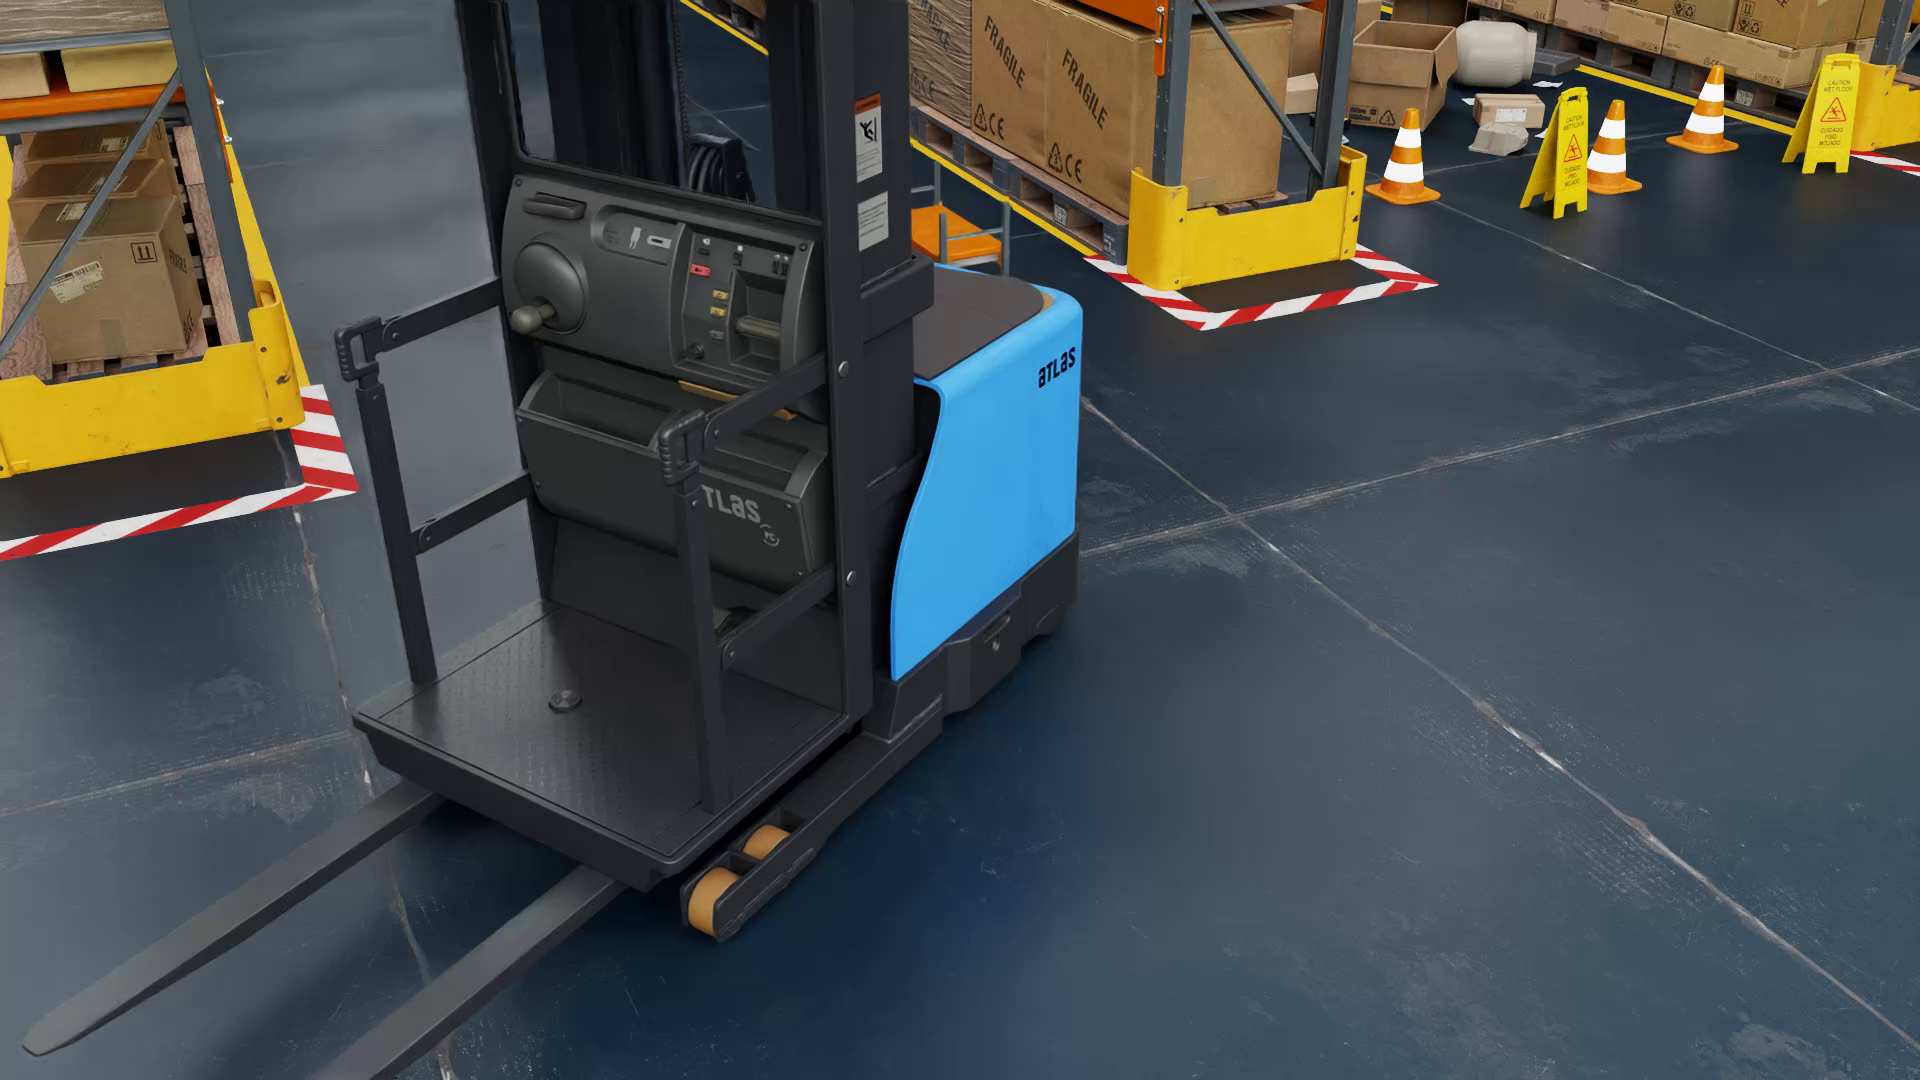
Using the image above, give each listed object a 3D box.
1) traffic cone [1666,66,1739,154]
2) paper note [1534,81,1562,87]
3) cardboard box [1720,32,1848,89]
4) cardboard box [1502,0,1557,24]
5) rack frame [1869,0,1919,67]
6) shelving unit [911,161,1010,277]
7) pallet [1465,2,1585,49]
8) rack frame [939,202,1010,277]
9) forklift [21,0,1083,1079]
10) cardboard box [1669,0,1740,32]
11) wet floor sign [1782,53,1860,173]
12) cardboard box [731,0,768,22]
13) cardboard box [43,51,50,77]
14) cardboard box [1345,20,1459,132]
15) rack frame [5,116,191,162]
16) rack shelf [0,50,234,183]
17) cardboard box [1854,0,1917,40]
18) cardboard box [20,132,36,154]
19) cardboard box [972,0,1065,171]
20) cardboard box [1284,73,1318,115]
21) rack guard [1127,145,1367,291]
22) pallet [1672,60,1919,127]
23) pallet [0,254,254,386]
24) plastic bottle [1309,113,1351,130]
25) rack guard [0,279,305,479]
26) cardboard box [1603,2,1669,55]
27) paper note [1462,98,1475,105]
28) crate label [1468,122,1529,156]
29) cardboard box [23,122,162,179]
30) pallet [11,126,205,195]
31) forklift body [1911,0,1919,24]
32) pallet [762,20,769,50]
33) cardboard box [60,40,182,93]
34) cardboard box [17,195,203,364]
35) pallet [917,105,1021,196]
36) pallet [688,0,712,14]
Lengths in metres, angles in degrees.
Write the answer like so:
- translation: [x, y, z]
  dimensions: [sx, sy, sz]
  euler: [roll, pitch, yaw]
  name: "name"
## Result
- translation: [4.455, -2.577, 9.872]
  dimensions: [0.336, 0.463, 0.334]
  euler: [-13, 32, -22]
  name: "traffic cone"
- translation: [3.960, -3.075, 11.202]
  dimensions: [0.148, 0.019, 0.142]
  euler: [26, 38, 38]
  name: "paper note"
- translation: [5.205, -3.059, 10.521]
  dimensions: [0.500, 0.250, 0.500]
  euler: [-13, 32, -22]
  name: "cardboard box"
- translation: [4.336, -3.964, 12.134]
  dimensions: [0.500, 0.250, 0.500]
  euler: [-11, 31, -19]
  name: "cardboard box"
- translation: [5.805, -3.764, 9.396]
  dimensions: [1.000, 3.000, 0.127]
  euler: [-13, 32, -22]
  name: "rack frame"
- translation: [-0.066, -0.605, 5.602]
  dimensions: [0.258, 1.200, 0.503]
  euler: [-14, 32, -23]
  name: "shelving unit"
- translation: [4.408, -4.026, 12.713]
  dimensions: [1.003, 0.211, 1.213]
  euler: [-13, 32, -22]
  name: "pallet"
- translation: [0.045, -0.498, 5.412]
  dimensions: [0.240, 1.200, 0.015]
  euler: [-14, 32, -23]
  name: "rack frame"
- translation: [-0.845, -0.577, 3.783]
  dimensions: [1.130, 2.935, 3.031]
  euler: [17, 34, 28]
  name: "forklift"
- translation: [4.998, -3.604, 10.725]
  dimensions: [0.500, 0.500, 0.500]
  euler: [-12, 31, -20]
  name: "cardboard box"
- translation: [4.920, -2.429, 9.421]
  dimensions: [0.267, 0.644, 0.232]
  euler: [-3, 29, -5]
  name: "wet floor sign"
- translation: [-1.098, -4.331, 12.278]
  dimensions: [1.050, 0.750, 0.750]
  euler: [-13, 32, -22]
  name: "cardboard box"
- translation: [-3.561, -1.767, 6.091]
  dimensions: [0.380, 0.149, 0.250]
  euler: [-13, 32, -22]
  name: "cardboard box"
- translation: [2.764, -2.920, 10.442]
  dimensions: [0.637, 0.503, 0.797]
  euler: [13, 32, 21]
  name: "cardboard box"
- translation: [-4.863, -3.450, 8.836]
  dimensions: [1.000, 3.000, 0.127]
  euler: [-13, 32, -22]
  name: "rack frame"
- translation: [-4.004, -2.253, 7.436]
  dimensions: [1.077, 0.370, 4.000]
  euler: [-13, 32, -22]
  name: "rack shelf"
- translation: [5.698, -3.500, 10.540]
  dimensions: [0.500, 0.500, 0.500]
  euler: [-14, 32, -24]
  name: "cardboard box"
- translation: [-4.474, -2.107, 8.566]
  dimensions: [0.500, 0.500, 0.500]
  euler: [-3, 29, -6]
  name: "cardboard box"
- translation: [0.647, -2.610, 9.081]
  dimensions: [0.875, 0.875, 0.875]
  euler: [-14, 32, -23]
  name: "cardboard box"
- translation: [2.062, -2.882, 10.618]
  dimensions: [0.396, 0.266, 0.258]
  euler: [-8, 30, -13]
  name: "cardboard box"
- translation: [1.388, -1.579, 8.055]
  dimensions: [1.175, 0.500, 0.348]
  euler: [-13, 32, -22]
  name: "rack guard"
- translation: [5.455, -2.948, 10.791]
  dimensions: [1.003, 0.211, 1.213]
  euler: [-13, 32, -22]
  name: "pallet"
- translation: [-3.495, -0.867, 7.080]
  dimensions: [1.003, 0.211, 1.213]
  euler: [-13, 32, -22]
  name: "pallet"
- translation: [2.271, -2.599, 10.323]
  dimensions: [0.283, 0.061, 0.133]
  euler: [26, 38, 38]
  name: "plastic bottle"
- translation: [-3.178, -0.627, 6.356]
  dimensions: [1.175, 0.500, 0.348]
  euler: [-13, 32, -22]
  name: "rack guard"
- translation: [4.770, -3.509, 11.323]
  dimensions: [0.500, 0.250, 0.500]
  euler: [-14, 32, -24]
  name: "cardboard box"
- translation: [3.372, -2.870, 10.849]
  dimensions: [0.148, 0.019, 0.142]
  euler: [-3, 29, -5]
  name: "paper note"
- translation: [3.205, -2.386, 9.864]
  dimensions: [0.298, 0.136, 0.250]
  euler: [19, 34, 30]
  name: "crate label"
- translation: [-3.938, -1.593, 7.650]
  dimensions: [0.500, 0.500, 0.500]
  euler: [-10, 31, -17]
  name: "cardboard box"
- translation: [-4.542, -1.945, 9.002]
  dimensions: [1.003, 0.211, 1.213]
  euler: [-13, 32, -22]
  name: "pallet"
- translation: [7.825, -4.892, 12.276]
  dimensions: [2.313, 2.155, 1.214]
  euler: [-13, 32, -22]
  name: "forklift body"
- translation: [-0.739, -3.556, 11.875]
  dimensions: [1.003, 0.211, 1.213]
  euler: [-13, 32, -22]
  name: "pallet"
- translation: [-3.053, -1.750, 6.060]
  dimensions: [0.380, 0.149, 0.250]
  euler: [-13, 32, -22]
  name: "cardboard box"
- translation: [-3.398, -1.056, 6.692]
  dimensions: [0.500, 0.500, 0.500]
  euler: [-7, 30, -13]
  name: "cardboard box"
- translation: [0.444, -2.339, 9.705]
  dimensions: [1.003, 0.211, 1.213]
  euler: [-13, 32, -22]
  name: "pallet"
- translation: [-1.786, -4.634, 13.797]
  dimensions: [1.003, 0.211, 1.213]
  euler: [-13, 32, -22]
  name: "pallet"
